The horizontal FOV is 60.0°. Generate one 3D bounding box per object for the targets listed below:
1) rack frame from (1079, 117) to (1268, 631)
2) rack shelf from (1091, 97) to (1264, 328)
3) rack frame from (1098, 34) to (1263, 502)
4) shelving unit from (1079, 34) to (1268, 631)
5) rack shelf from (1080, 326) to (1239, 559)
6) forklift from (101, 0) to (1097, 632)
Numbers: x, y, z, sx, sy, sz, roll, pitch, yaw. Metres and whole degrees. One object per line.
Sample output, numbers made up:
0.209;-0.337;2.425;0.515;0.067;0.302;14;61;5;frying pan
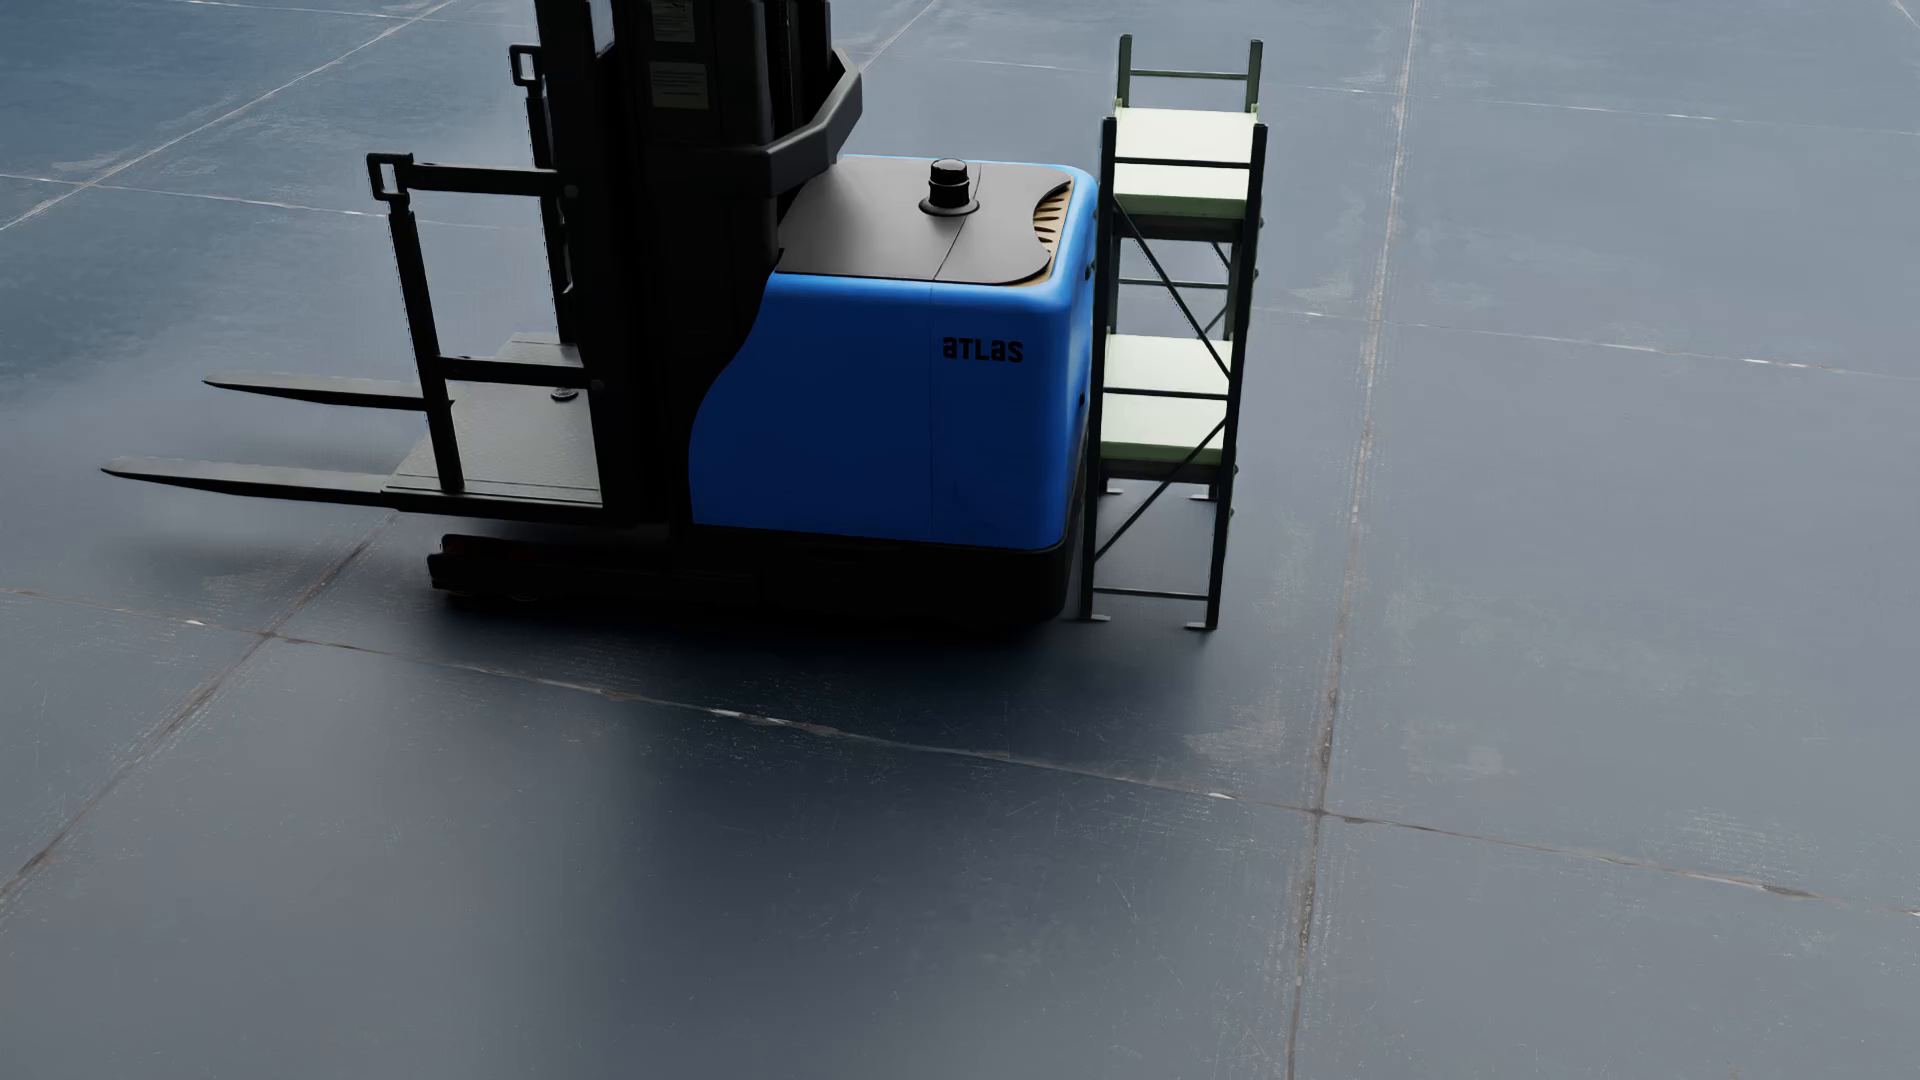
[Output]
0.550;-0.389;4.464;0.400;1.500;0.023;4;33;7;rack frame
0.600;-0.913;4.561;0.431;0.370;0.720;4;33;7;rack shelf
0.650;-0.778;5.076;0.400;1.500;0.023;4;33;7;rack frame
0.600;-0.584;4.770;0.431;1.500;0.755;4;33;7;shelving unit
0.600;-0.309;4.945;0.431;0.370;0.720;4;33;7;rack shelf
-1.135;-1.327;4.606;3.031;2.935;1.130;5;33;7;forklift
